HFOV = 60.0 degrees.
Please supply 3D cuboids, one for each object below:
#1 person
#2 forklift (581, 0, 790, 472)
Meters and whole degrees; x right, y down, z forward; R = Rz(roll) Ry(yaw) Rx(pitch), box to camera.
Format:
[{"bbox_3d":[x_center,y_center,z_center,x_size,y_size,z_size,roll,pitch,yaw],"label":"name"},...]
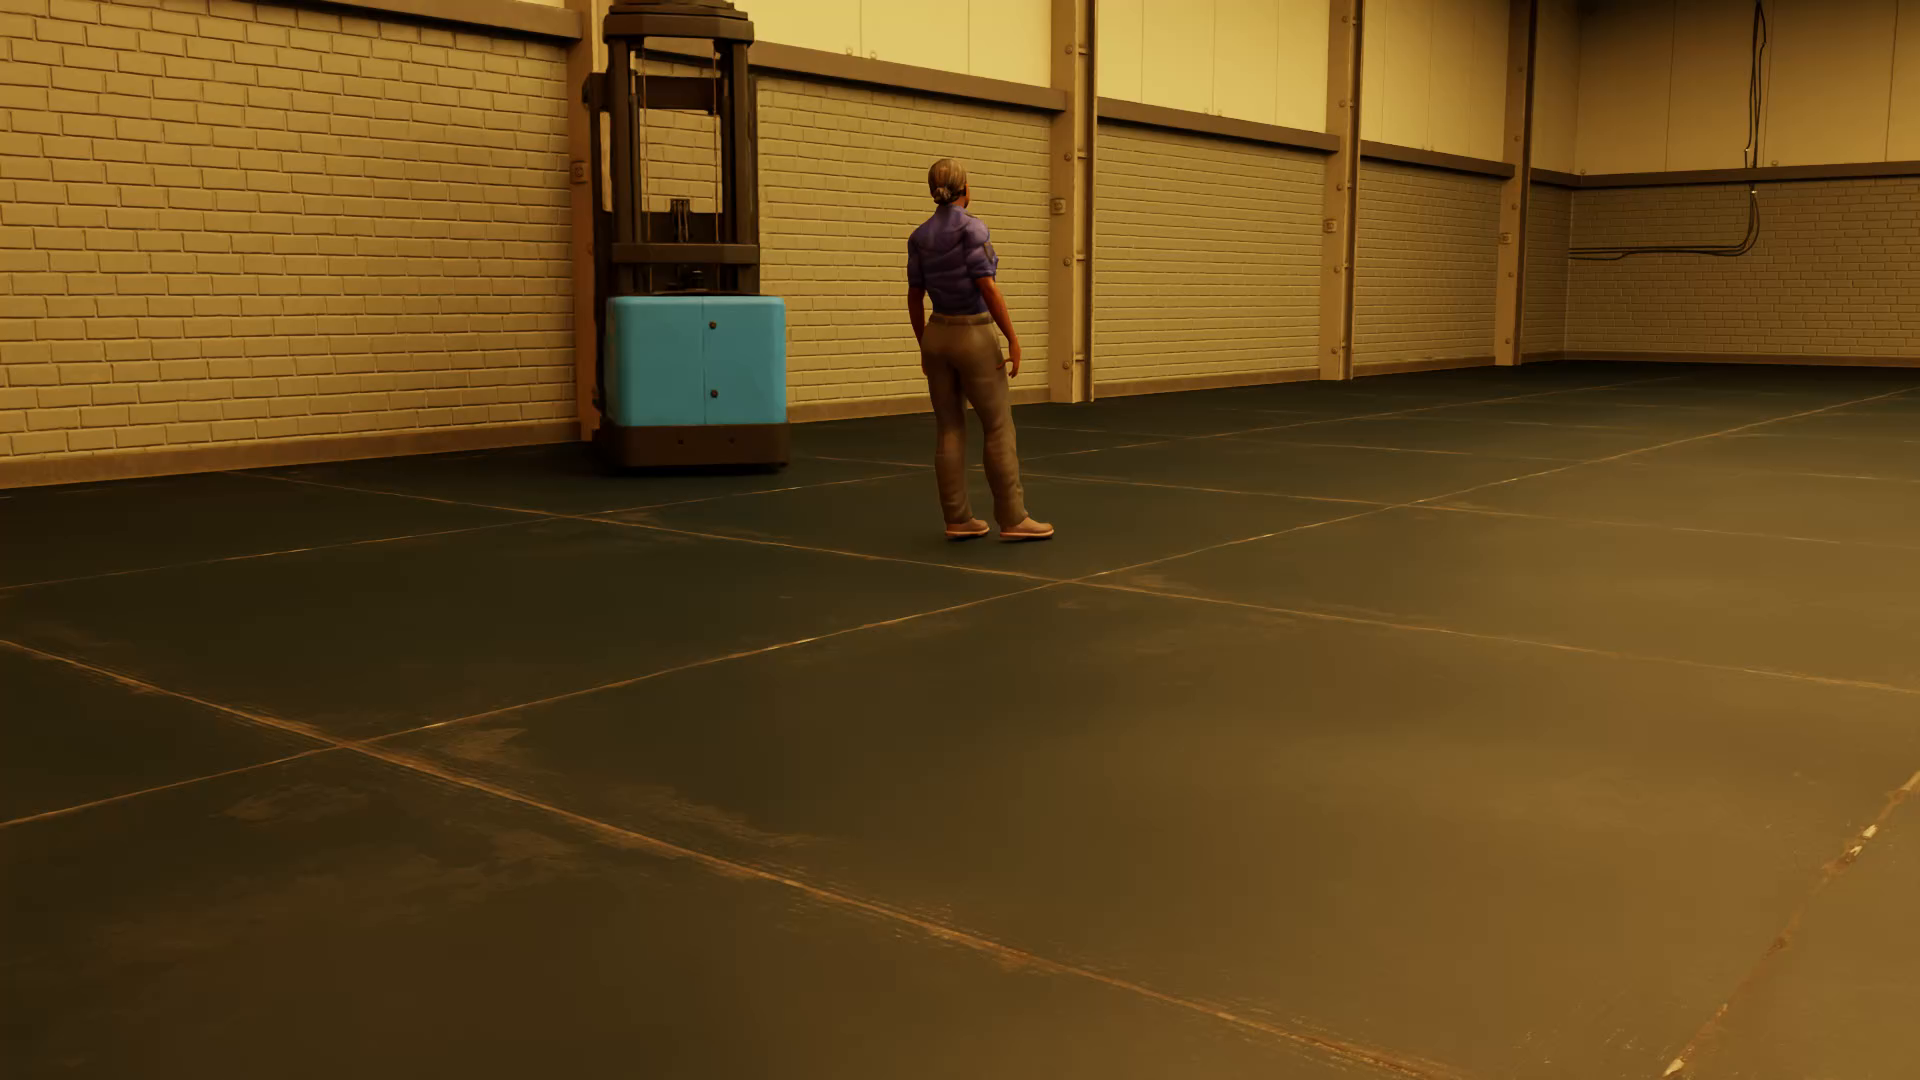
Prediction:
[{"bbox_3d":[0.071,-0.834,7.339,0.569,1.654,0.504,7,11,38],"label":"person"},{"bbox_3d":[-1.943,-2.042,11.237,1.130,2.935,3.031,-2,9,-16],"label":"forklift"}]
